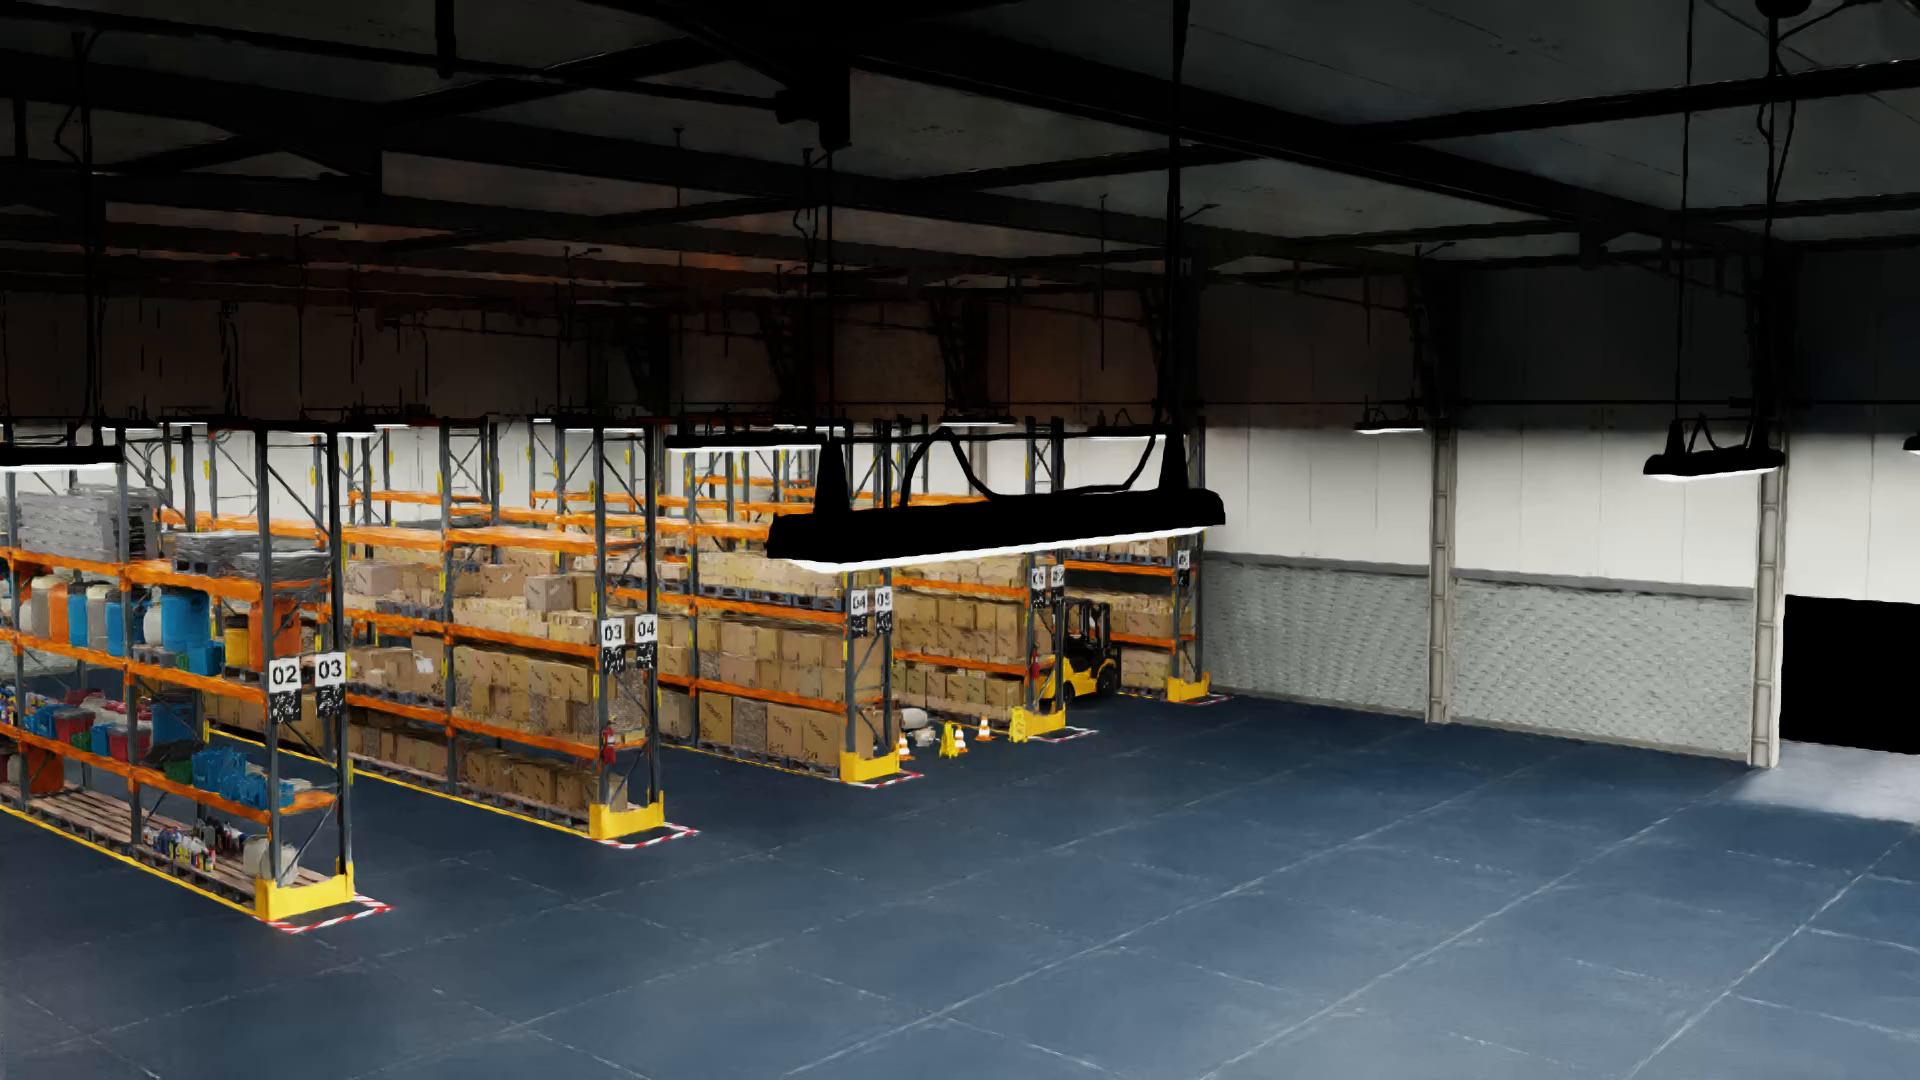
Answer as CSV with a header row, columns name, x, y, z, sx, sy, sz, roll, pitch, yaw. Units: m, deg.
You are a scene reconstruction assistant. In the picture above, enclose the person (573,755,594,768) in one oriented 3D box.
name,x,y,z,sx,sy,sz,roll,pitch,yaw
person,-6.244,3.258,27.627,0.507,1.573,0.598,4,6,39
